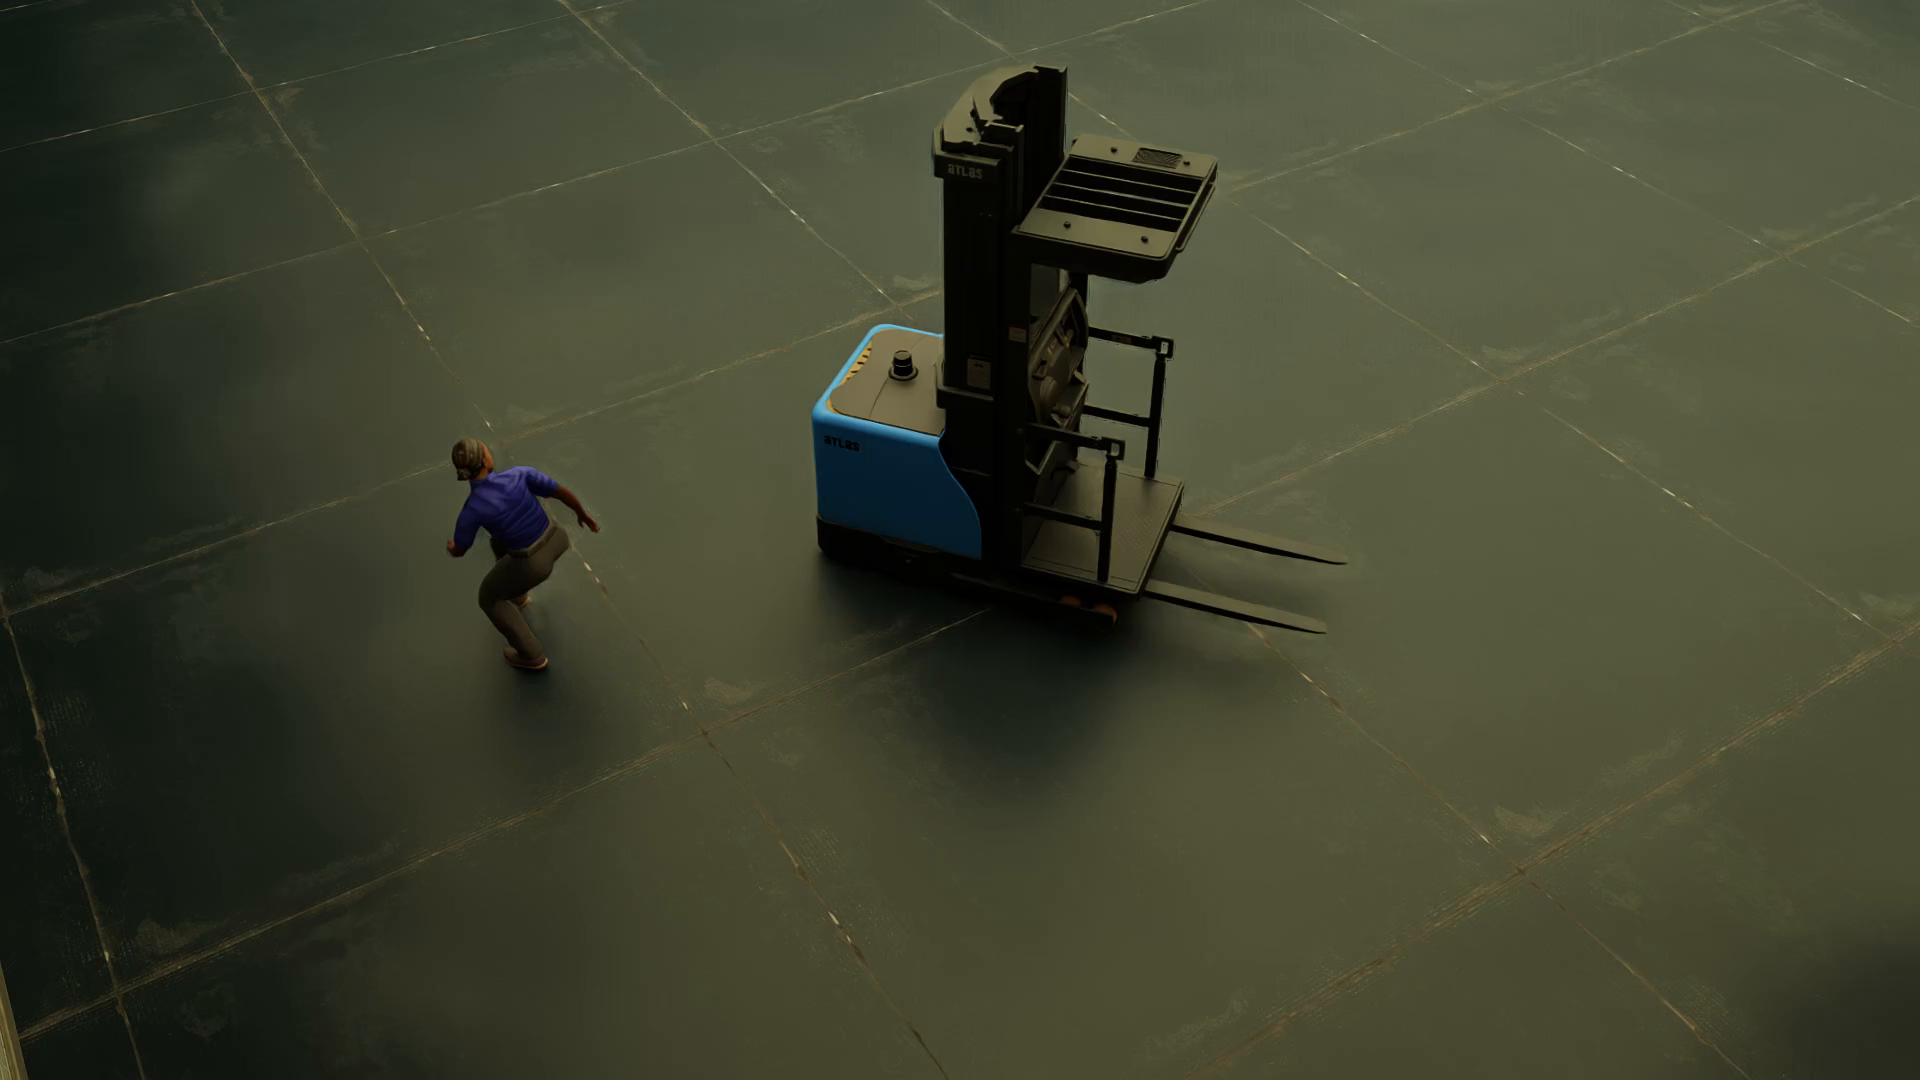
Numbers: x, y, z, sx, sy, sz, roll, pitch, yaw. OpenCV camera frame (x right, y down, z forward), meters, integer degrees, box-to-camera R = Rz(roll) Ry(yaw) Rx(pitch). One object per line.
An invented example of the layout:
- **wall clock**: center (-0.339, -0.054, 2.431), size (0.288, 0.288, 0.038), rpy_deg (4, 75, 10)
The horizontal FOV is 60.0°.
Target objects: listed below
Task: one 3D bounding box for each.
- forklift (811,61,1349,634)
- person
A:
- **forklift**: center (0.719, -0.975, 8.987), size (3.031, 2.935, 1.130), rpy_deg (14, 43, 15)
- **person**: center (-2.440, -0.018, 9.045), size (0.699, 1.453, 0.687), rpy_deg (23, 46, 24)
